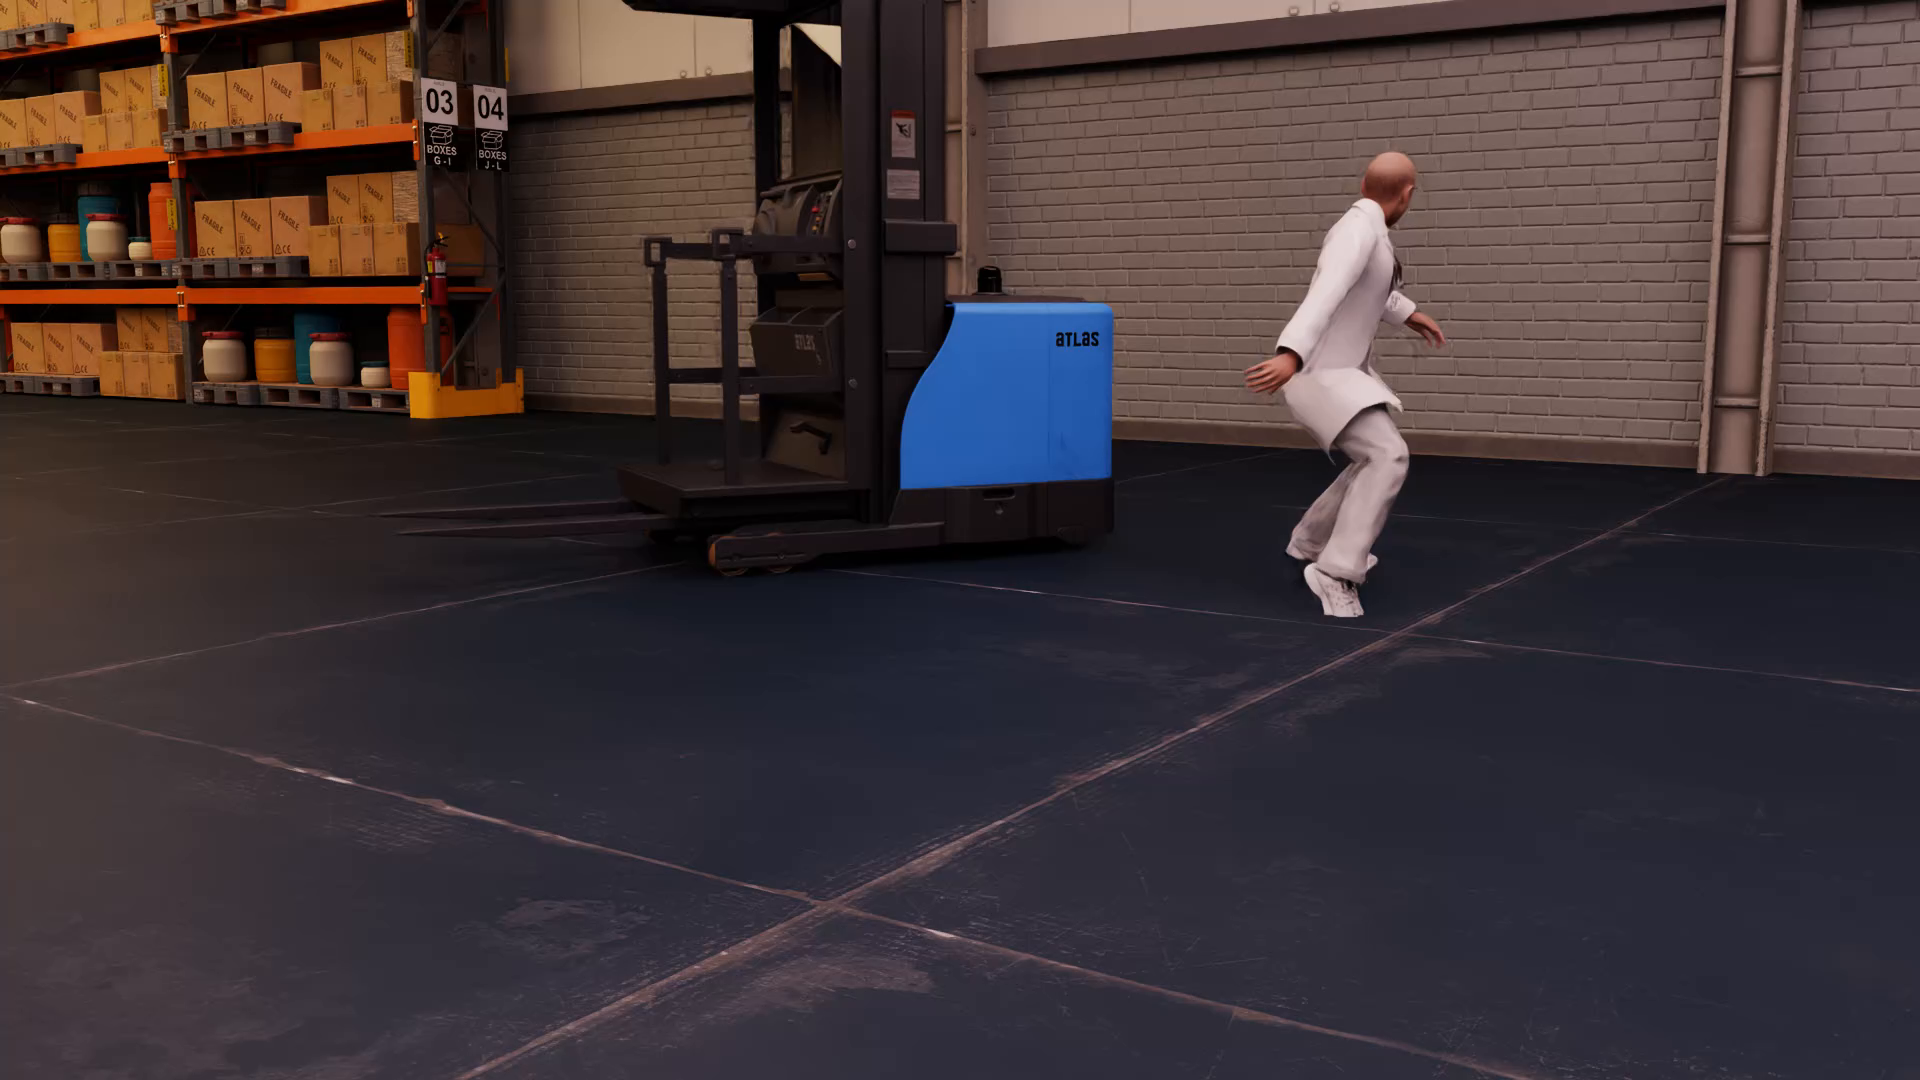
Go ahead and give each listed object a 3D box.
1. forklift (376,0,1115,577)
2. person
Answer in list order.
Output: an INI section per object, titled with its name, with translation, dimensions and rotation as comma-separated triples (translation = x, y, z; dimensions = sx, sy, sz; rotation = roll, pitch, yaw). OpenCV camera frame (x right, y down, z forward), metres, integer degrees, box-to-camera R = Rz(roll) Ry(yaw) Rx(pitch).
[forklift]
translation = -0.873, -1.389, 6.962
dimensions = 3.031, 2.935, 1.130
rotation = -4, 9, -25
[person]
translation = 1.423, -0.486, 6.071
dimensions = 0.610, 1.636, 1.106
rotation = 3, 9, 19
